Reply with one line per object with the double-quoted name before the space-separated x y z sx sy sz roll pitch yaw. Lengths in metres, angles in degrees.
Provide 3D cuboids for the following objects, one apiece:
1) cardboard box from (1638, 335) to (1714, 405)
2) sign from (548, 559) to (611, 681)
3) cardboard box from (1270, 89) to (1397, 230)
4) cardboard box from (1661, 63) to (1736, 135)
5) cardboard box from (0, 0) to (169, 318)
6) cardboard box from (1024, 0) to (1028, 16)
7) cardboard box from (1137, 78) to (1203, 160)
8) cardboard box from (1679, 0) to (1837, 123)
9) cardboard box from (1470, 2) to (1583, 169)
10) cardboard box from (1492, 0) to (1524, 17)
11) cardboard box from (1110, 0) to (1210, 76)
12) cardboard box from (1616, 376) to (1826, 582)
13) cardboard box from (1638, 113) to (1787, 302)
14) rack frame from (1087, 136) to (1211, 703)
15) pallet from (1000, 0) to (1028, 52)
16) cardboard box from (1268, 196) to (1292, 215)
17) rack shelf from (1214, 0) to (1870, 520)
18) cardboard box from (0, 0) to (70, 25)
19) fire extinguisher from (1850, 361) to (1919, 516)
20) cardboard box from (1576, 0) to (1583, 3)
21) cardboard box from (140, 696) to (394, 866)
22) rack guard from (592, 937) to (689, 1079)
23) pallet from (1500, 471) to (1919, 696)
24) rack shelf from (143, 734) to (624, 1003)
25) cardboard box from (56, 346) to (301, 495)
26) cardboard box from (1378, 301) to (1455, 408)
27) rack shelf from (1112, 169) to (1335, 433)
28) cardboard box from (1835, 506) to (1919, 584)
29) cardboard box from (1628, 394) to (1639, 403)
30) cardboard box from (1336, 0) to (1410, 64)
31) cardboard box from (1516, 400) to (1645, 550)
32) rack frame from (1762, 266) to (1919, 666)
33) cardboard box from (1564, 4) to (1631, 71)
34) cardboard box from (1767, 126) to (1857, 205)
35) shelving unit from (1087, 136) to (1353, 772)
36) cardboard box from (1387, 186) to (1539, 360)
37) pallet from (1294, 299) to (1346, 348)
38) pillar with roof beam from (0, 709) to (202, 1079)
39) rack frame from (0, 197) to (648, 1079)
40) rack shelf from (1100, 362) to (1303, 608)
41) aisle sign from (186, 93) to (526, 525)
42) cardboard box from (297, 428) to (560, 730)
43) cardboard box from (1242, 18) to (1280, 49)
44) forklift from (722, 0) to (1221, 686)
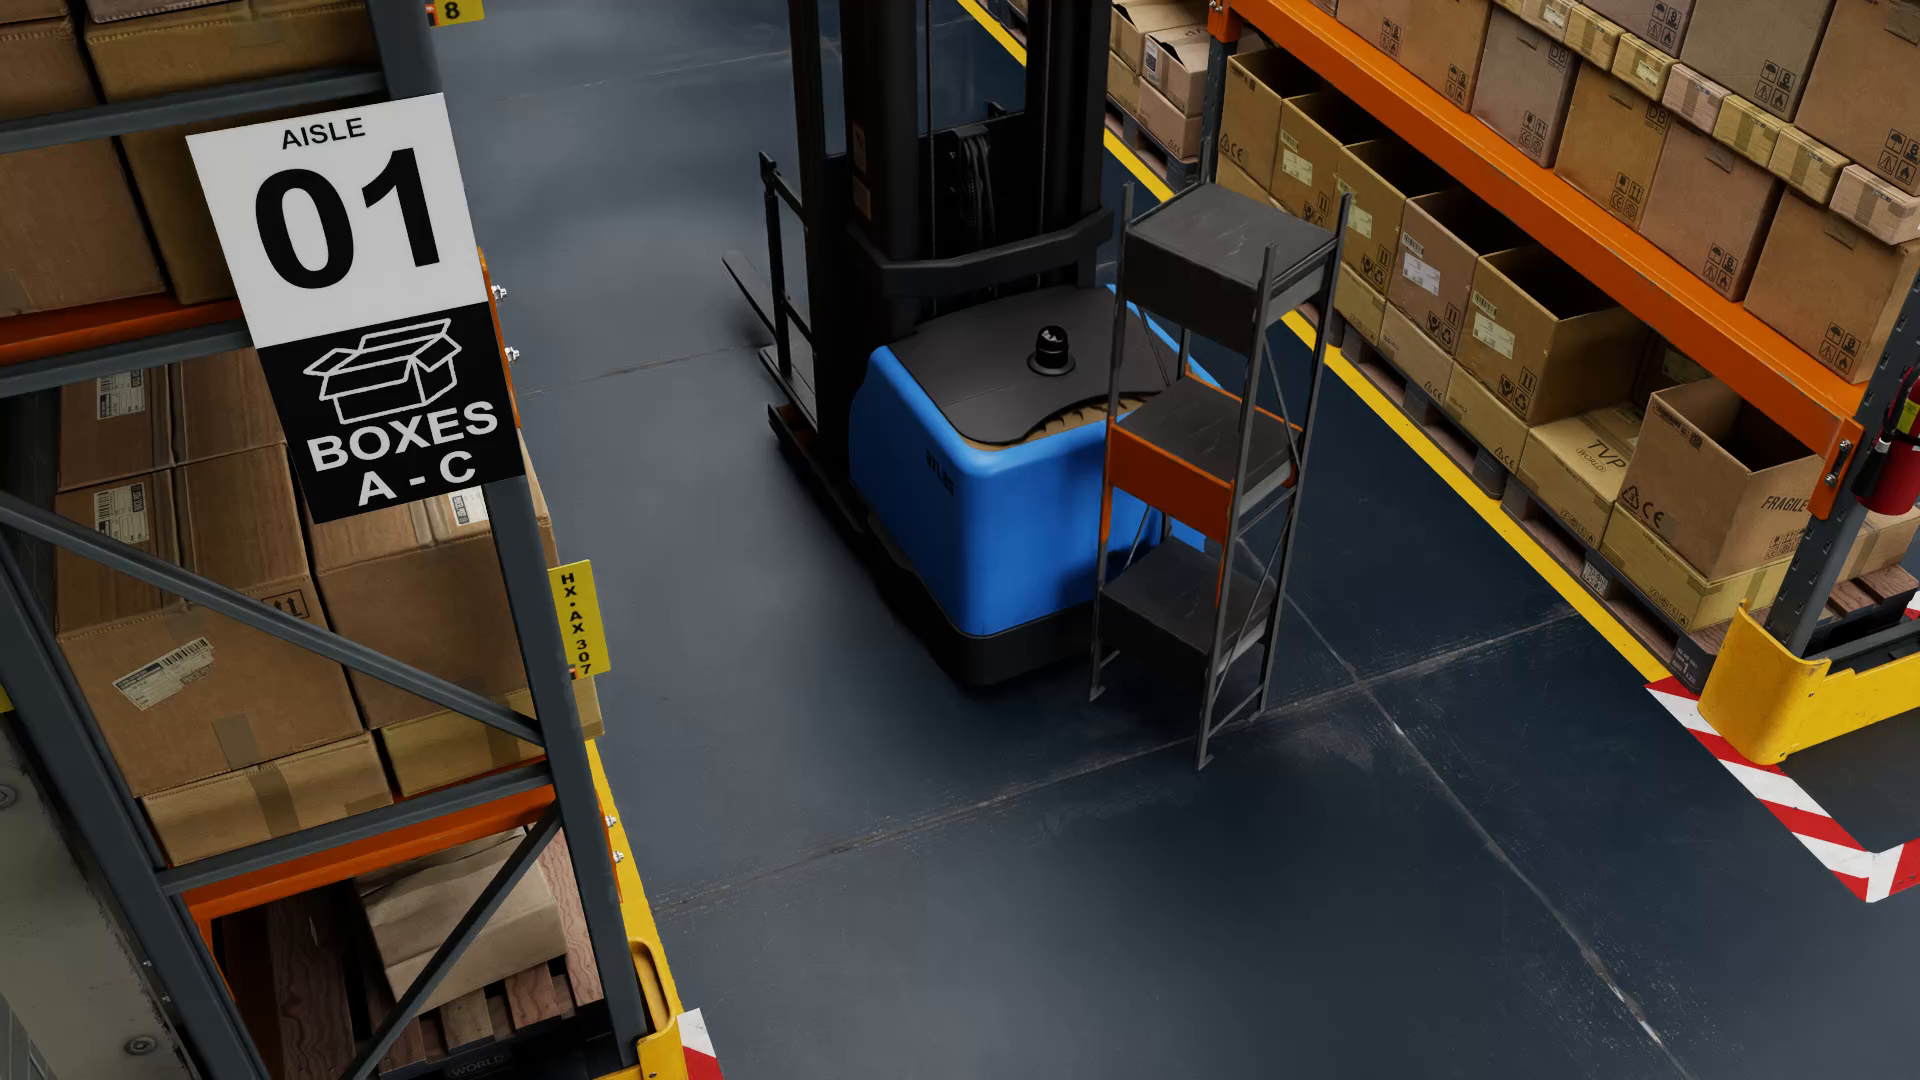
"cardboard box" 3.058 -0.678 6.449 0.500 0.500 0.500 -15 43 -17
"sign" -0.823 0.177 3.580 0.100 0.325 0.005 -15 43 -17
"cardboard box" 1.807 -1.751 7.698 0.500 0.500 0.500 -15 43 -17
"cardboard box" 2.635 -1.527 5.651 0.380 0.149 0.250 -15 43 -16
"cardboard box" -1.718 -0.730 2.906 0.500 0.500 0.500 -12 42 -14
"cardboard box" 0.713 -3.221 9.982 0.500 0.250 0.500 -14 43 -16
"cardboard box" 1.294 -2.301 8.912 0.500 0.250 0.500 -16 43 -17
"cardboard box" 2.858 -1.759 5.423 0.700 0.500 0.500 -16 43 -18
"cardboard box" 2.489 -1.852 6.526 0.700 0.500 0.500 -14 43 -16
"cardboard box" 2.240 -2.148 6.374 0.380 0.149 0.250 -15 43 -17
"cardboard box" 1.096 -2.820 9.086 0.500 0.311 0.500 -14 43 -16
"cardboard box" 2.771 -0.247 5.948 0.500 0.500 0.500 -15 43 -17
"cardboard box" 2.879 -1.235 5.809 0.700 0.500 0.500 -14 43 -16
"rack frame" 0.603 -0.301 5.488 0.015 2.100 0.400 31 50 31
"pallet" 0.932 -3.120 10.216 1.003 0.211 1.213 -15 43 -17
"cardboard box" 1.804 -1.466 7.941 0.500 0.250 0.500 -15 43 -17
"rack shelf" 2.486 -1.529 6.780 1.077 0.370 4.000 -15 43 -17
"cardboard box" -1.731 -1.116 2.587 0.500 0.500 0.500 -13 42 -15
"fire extinguisher" 2.867 -0.381 4.952 0.296 0.674 0.183 -15 43 -17
"cardboard box" 2.472 -2.364 6.127 0.700 0.500 0.500 -15 43 -17
"cardboard box" -1.682 0.457 4.018 0.500 0.250 0.500 -15 43 -16
"rack guard" -1.353 1.543 4.573 1.175 0.500 0.348 -15 43 -17
"pallet" 2.920 0.010 6.577 1.003 0.211 1.213 -15 43 -17
"rack shelf" -2.090 -0.291 5.340 1.077 0.370 4.000 -15 43 -17
"cardboard box" -1.885 -0.131 4.126 0.500 0.500 0.500 -15 43 -16
"cardboard box" 2.188 -0.864 7.241 0.500 0.250 0.500 -15 43 -17
"rack shelf" 0.780 -0.712 4.914 0.480 0.518 0.431 31 50 31
"cardboard box" 3.251 -0.093 6.344 0.500 0.250 0.500 -15 43 -17
"cardboard box" 2.866 -0.694 7.043 0.500 0.250 0.500 -15 43 -17
"cardboard box" 2.104 -2.463 7.237 0.700 0.500 0.500 -16 43 -17
"cardboard box" 2.570 -0.262 6.540 0.500 0.250 0.500 -15 43 -17
"rack frame" 3.251 -0.597 5.144 1.000 3.000 0.127 -15 43 -17
"cardboard box" 2.432 -1.843 6.019 0.380 0.149 0.250 -14 43 -16
"cardboard box" 2.827 -1.221 5.295 0.380 0.149 0.250 -14 43 -16
"shelving unit" 0.781 -0.192 5.362 0.503 2.100 0.431 31 50 31
"cardboard box" 2.185 -1.147 6.995 0.500 0.500 0.500 -15 43 -17
"pallet" 1.986 -1.460 8.286 1.003 0.211 1.213 -15 43 -17
"pillar with roof beam" 1.586 -2.914 3.237 9.100 9.000 0.400 -15 43 -17
"rack frame" -1.324 0.641 3.704 1.000 3.000 0.127 -15 43 -17
"rack shelf" 0.782 -0.182 5.371 0.480 0.518 0.431 31 50 31
"aisle sign" -1.020 -0.376 2.893 0.394 0.787 0.004 -15 43 -17
"cardboard box" -1.229 0.043 3.924 0.500 0.500 0.500 -15 43 -17
"cardboard box" 1.793 -2.647 8.885 0.500 0.311 0.500 -15 43 -17
"forklift" -0.176 -1.541 6.294 1.130 2.935 3.031 -18 44 -20
